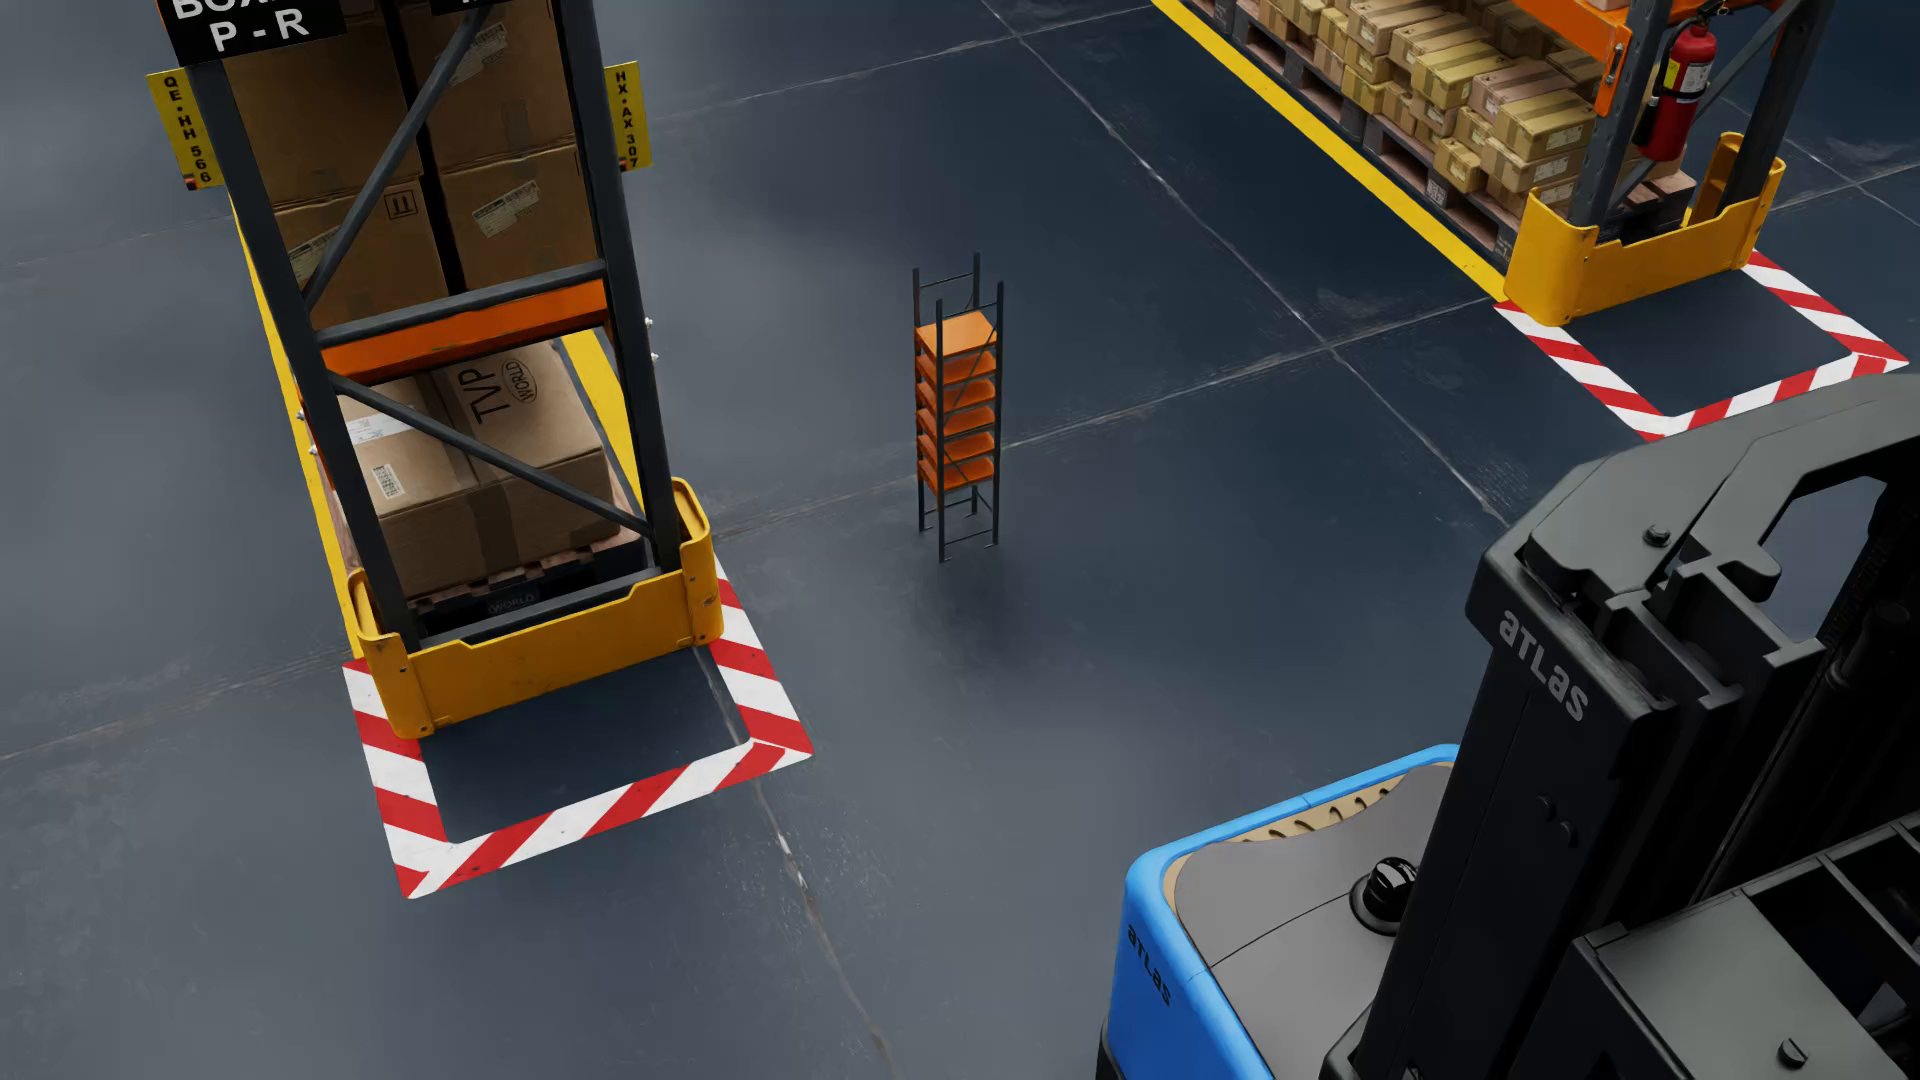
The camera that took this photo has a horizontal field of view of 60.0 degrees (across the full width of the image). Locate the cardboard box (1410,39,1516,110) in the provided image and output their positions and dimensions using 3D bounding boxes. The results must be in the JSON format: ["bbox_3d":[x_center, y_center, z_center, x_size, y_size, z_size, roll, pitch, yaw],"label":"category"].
[{"bbox_3d":[2.287,-2.119,7.569,0.380,0.149,0.250,-19,48,-18],"label":"cardboard box"}]

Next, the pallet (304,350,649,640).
[{"bbox_3d":[-1.838,-0.173,6.275,1.003,0.211,1.213,-18,47,-17],"label":"pallet"}]

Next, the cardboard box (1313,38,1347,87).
[{"bbox_3d":[1.998,-2.419,8.297,0.380,0.149,0.250,-17,47,-17],"label":"cardboard box"}]

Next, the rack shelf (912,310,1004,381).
[{"bbox_3d":[-0.006,-0.661,5.616,0.258,0.103,0.180,-18,47,-17],"label":"rack shelf"}]

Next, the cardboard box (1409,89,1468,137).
[{"bbox_3d":[2.317,-2.028,7.689,0.380,0.149,0.250,-20,48,-19],"label":"cardboard box"}]

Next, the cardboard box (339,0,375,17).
[{"bbox_3d":[-1.764,-1.471,4.360,0.380,0.149,0.250,-17,47,-17],"label":"cardboard box"}]

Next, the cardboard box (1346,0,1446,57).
[{"bbox_3d":[2.073,-2.457,7.912,0.380,0.149,0.250,-16,47,-16],"label":"cardboard box"}]

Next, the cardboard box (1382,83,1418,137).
[{"bbox_3d":[2.258,-2.095,7.968,0.380,0.149,0.250,-18,47,-17],"label":"cardboard box"}]

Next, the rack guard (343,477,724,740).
[{"bbox_3d":[-1.421,0.226,5.665,1.175,0.500,0.348,-18,47,-17],"label":"rack guard"}]

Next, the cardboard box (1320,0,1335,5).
[{"bbox_3d":[1.926,-2.816,8.276,0.380,0.149,0.250,-18,47,-17],"label":"cardboard box"}]

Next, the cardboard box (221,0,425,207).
[{"bbox_3d":[-1.850,-1.307,4.656,0.500,0.500,0.500,-17,47,-16],"label":"cardboard box"}]

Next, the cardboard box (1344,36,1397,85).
[{"bbox_3d":[2.087,-2.355,8.020,0.380,0.149,0.250,-17,47,-17],"label":"cardboard box"}]

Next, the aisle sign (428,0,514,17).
[{"bbox_3d":[-1.138,-1.644,3.930,0.394,0.787,0.004,-18,47,-17],"label":"aisle sign"}]

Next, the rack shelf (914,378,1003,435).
[{"bbox_3d":[-0.006,-0.490,5.785,0.258,0.103,0.180,-18,47,-17],"label":"rack shelf"}]

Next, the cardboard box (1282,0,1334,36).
[{"bbox_3d":[1.855,-2.691,8.360,0.380,0.149,0.250,-18,47,-17],"label":"cardboard box"}]

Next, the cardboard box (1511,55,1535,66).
[{"bbox_3d":[2.783,-2.176,7.839,0.380,0.149,0.250,-17,47,-17],"label":"cardboard box"}]

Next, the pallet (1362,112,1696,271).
[{"bbox_3d":[2.676,-1.789,7.913,1.003,0.211,1.213,-18,47,-17],"label":"pallet"}]

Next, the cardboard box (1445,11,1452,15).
[{"bbox_3d":[2.576,-2.513,8.180,0.380,0.149,0.250,-20,48,-19],"label":"cardboard box"}]

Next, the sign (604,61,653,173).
[{"bbox_3d":[-0.925,-1.175,4.633,0.100,0.325,0.005,-18,47,-17],"label":"sign"}]

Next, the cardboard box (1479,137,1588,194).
[{"bbox_3d":[2.537,-1.698,7.354,0.380,0.149,0.250,-19,48,-18],"label":"cardboard box"}]

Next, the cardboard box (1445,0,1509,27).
[{"bbox_3d":[2.603,-2.637,8.095,0.380,0.149,0.250,-16,47,-16],"label":"cardboard box"}]

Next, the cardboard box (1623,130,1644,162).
[{"bbox_3d":[3.030,-1.855,7.514,0.380,0.149,0.250,-16,47,-16],"label":"cardboard box"}]

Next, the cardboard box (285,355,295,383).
[{"bbox_3d":[-2.192,-0.888,6.540,0.875,0.438,0.875,-17,47,-16],"label":"cardboard box"}]

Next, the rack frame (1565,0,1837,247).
[{"bbox_3d":[3.018,-2.205,6.349,1.000,3.000,0.127,-18,47,-17],"label":"rack frame"}]

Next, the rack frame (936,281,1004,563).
[{"bbox_3d":[0.032,-0.378,5.779,0.240,1.200,0.006,-18,47,-17],"label":"rack frame"}]

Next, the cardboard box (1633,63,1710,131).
[{"bbox_3d":[3.106,-1.986,7.434,0.380,0.149,0.250,-20,48,-19],"label":"cardboard box"}]

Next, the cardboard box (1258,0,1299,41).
[{"bbox_3d":[1.780,-2.747,8.629,0.380,0.149,0.250,-19,48,-18],"label":"cardboard box"}]

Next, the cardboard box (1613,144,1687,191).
[{"bbox_3d":[3.088,-1.768,7.637,0.380,0.149,0.250,-17,47,-17],"label":"cardboard box"}]

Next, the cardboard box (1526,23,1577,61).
[{"bbox_3d":[2.891,-2.324,7.777,0.380,0.149,0.250,-18,47,-18],"label":"cardboard box"}]

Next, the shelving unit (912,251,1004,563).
[{"bbox_3d":[-0.006,-0.436,5.838,0.258,1.200,0.189,-18,47,-17],"label":"shelving unit"}]

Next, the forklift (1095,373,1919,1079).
[{"bbox_3d":[1.419,1.304,2.842,1.130,2.935,3.031,-17,47,-16],"label":"forklift"}]

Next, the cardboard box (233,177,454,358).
[{"bbox_3d":[-1.874,-0.944,5.000,0.500,0.500,0.500,-18,47,-17],"label":"cardboard box"}]

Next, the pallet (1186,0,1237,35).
[{"bbox_3d":[1.650,-3.344,9.489,1.003,0.211,1.213,-18,47,-17],"label":"pallet"}]

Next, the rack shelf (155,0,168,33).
[{"bbox_3d":[-2.272,-2.765,5.293,1.077,0.370,4.000,-18,47,-17],"label":"rack shelf"}]

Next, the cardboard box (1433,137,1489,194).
[{"bbox_3d":[2.407,-1.748,7.616,0.380,0.149,0.250,-17,47,-16],"label":"cardboard box"}]

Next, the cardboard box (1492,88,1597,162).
[{"bbox_3d":[2.565,-1.814,7.260,0.380,0.149,0.250,-18,47,-17],"label":"cardboard box"}]

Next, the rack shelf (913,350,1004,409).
[{"bbox_3d":[-0.006,-0.576,5.701,0.258,0.103,0.180,-18,47,-17],"label":"rack shelf"}]

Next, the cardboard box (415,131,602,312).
[{"bbox_3d":[-1.372,-1.105,5.163,0.500,0.500,0.500,-18,48,-18],"label":"cardboard box"}]
